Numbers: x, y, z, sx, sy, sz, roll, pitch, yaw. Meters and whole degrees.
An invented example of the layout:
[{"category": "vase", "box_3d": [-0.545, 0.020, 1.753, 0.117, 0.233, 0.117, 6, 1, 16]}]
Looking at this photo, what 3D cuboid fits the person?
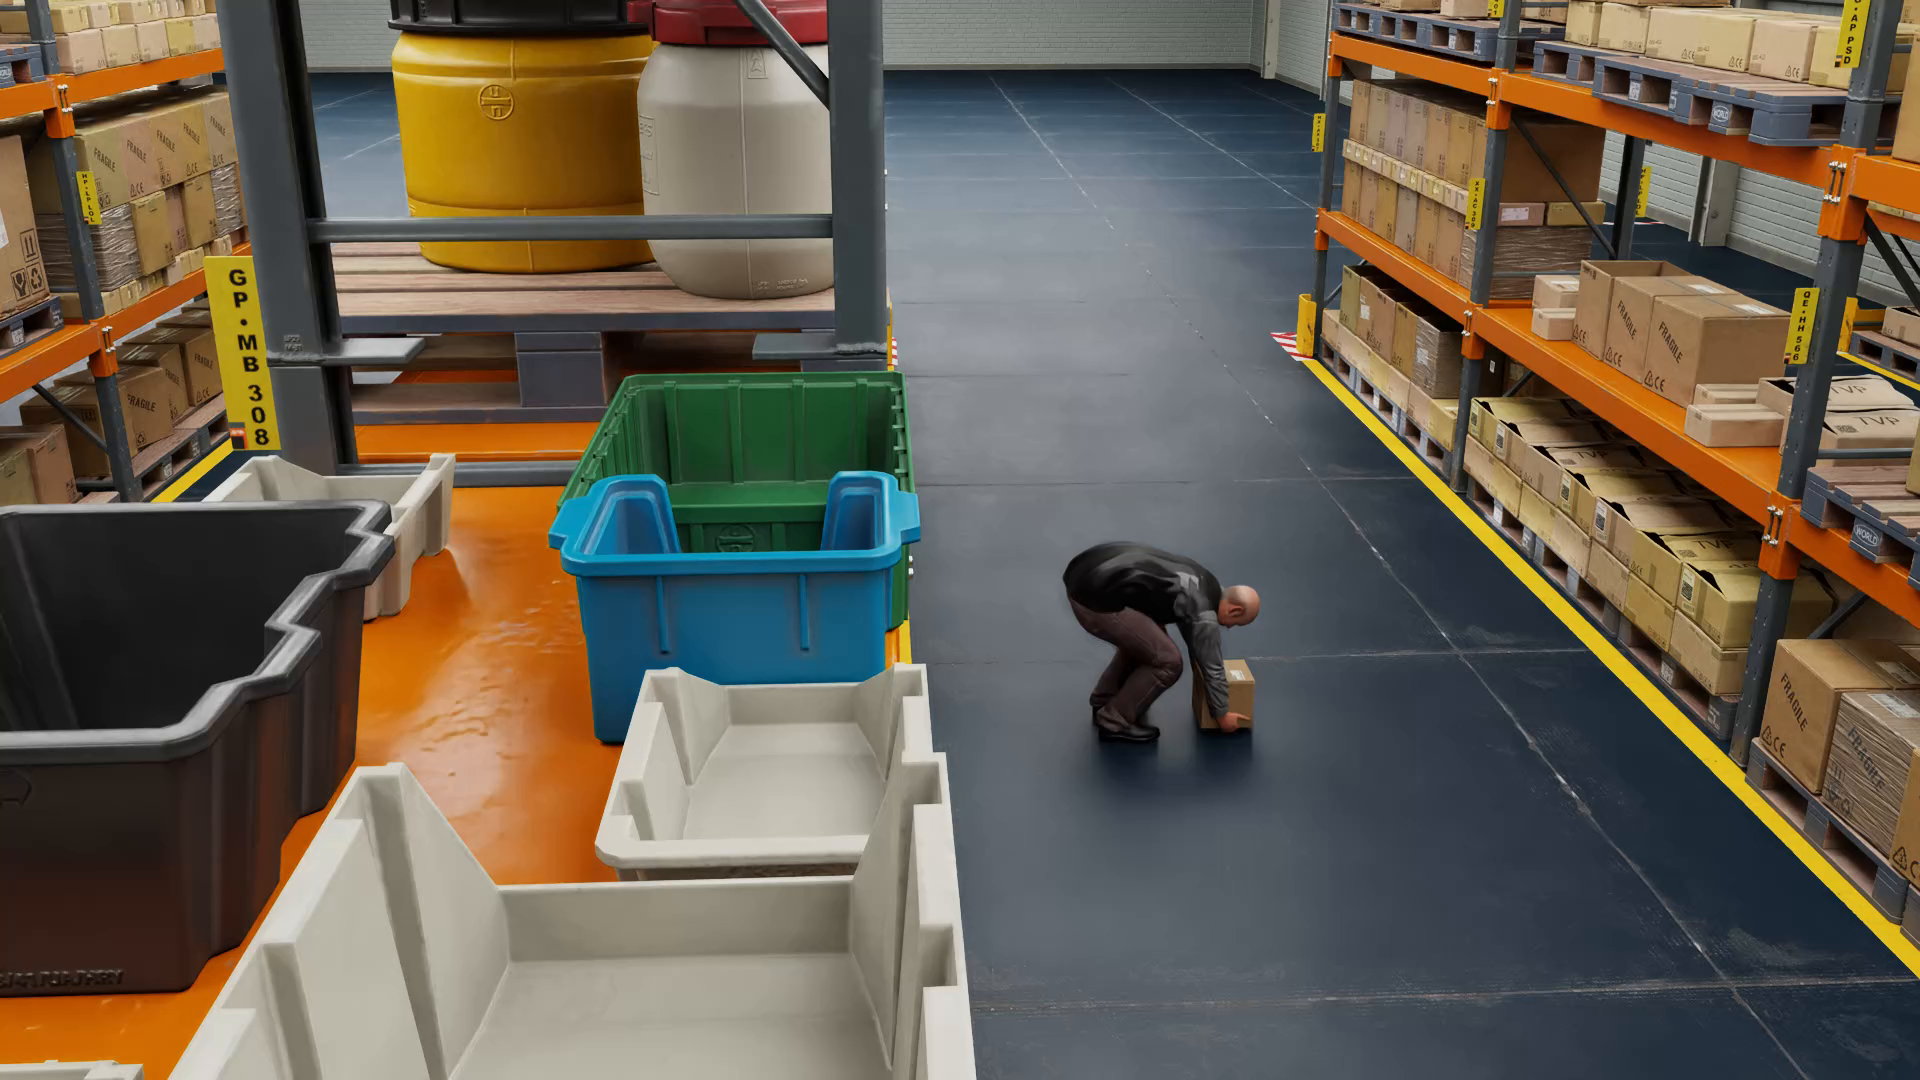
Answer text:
[{"category": "person", "box_3d": [0.966, 0.458, 7.990, 0.945, 0.946, 0.515, -2, 20, -6]}]
